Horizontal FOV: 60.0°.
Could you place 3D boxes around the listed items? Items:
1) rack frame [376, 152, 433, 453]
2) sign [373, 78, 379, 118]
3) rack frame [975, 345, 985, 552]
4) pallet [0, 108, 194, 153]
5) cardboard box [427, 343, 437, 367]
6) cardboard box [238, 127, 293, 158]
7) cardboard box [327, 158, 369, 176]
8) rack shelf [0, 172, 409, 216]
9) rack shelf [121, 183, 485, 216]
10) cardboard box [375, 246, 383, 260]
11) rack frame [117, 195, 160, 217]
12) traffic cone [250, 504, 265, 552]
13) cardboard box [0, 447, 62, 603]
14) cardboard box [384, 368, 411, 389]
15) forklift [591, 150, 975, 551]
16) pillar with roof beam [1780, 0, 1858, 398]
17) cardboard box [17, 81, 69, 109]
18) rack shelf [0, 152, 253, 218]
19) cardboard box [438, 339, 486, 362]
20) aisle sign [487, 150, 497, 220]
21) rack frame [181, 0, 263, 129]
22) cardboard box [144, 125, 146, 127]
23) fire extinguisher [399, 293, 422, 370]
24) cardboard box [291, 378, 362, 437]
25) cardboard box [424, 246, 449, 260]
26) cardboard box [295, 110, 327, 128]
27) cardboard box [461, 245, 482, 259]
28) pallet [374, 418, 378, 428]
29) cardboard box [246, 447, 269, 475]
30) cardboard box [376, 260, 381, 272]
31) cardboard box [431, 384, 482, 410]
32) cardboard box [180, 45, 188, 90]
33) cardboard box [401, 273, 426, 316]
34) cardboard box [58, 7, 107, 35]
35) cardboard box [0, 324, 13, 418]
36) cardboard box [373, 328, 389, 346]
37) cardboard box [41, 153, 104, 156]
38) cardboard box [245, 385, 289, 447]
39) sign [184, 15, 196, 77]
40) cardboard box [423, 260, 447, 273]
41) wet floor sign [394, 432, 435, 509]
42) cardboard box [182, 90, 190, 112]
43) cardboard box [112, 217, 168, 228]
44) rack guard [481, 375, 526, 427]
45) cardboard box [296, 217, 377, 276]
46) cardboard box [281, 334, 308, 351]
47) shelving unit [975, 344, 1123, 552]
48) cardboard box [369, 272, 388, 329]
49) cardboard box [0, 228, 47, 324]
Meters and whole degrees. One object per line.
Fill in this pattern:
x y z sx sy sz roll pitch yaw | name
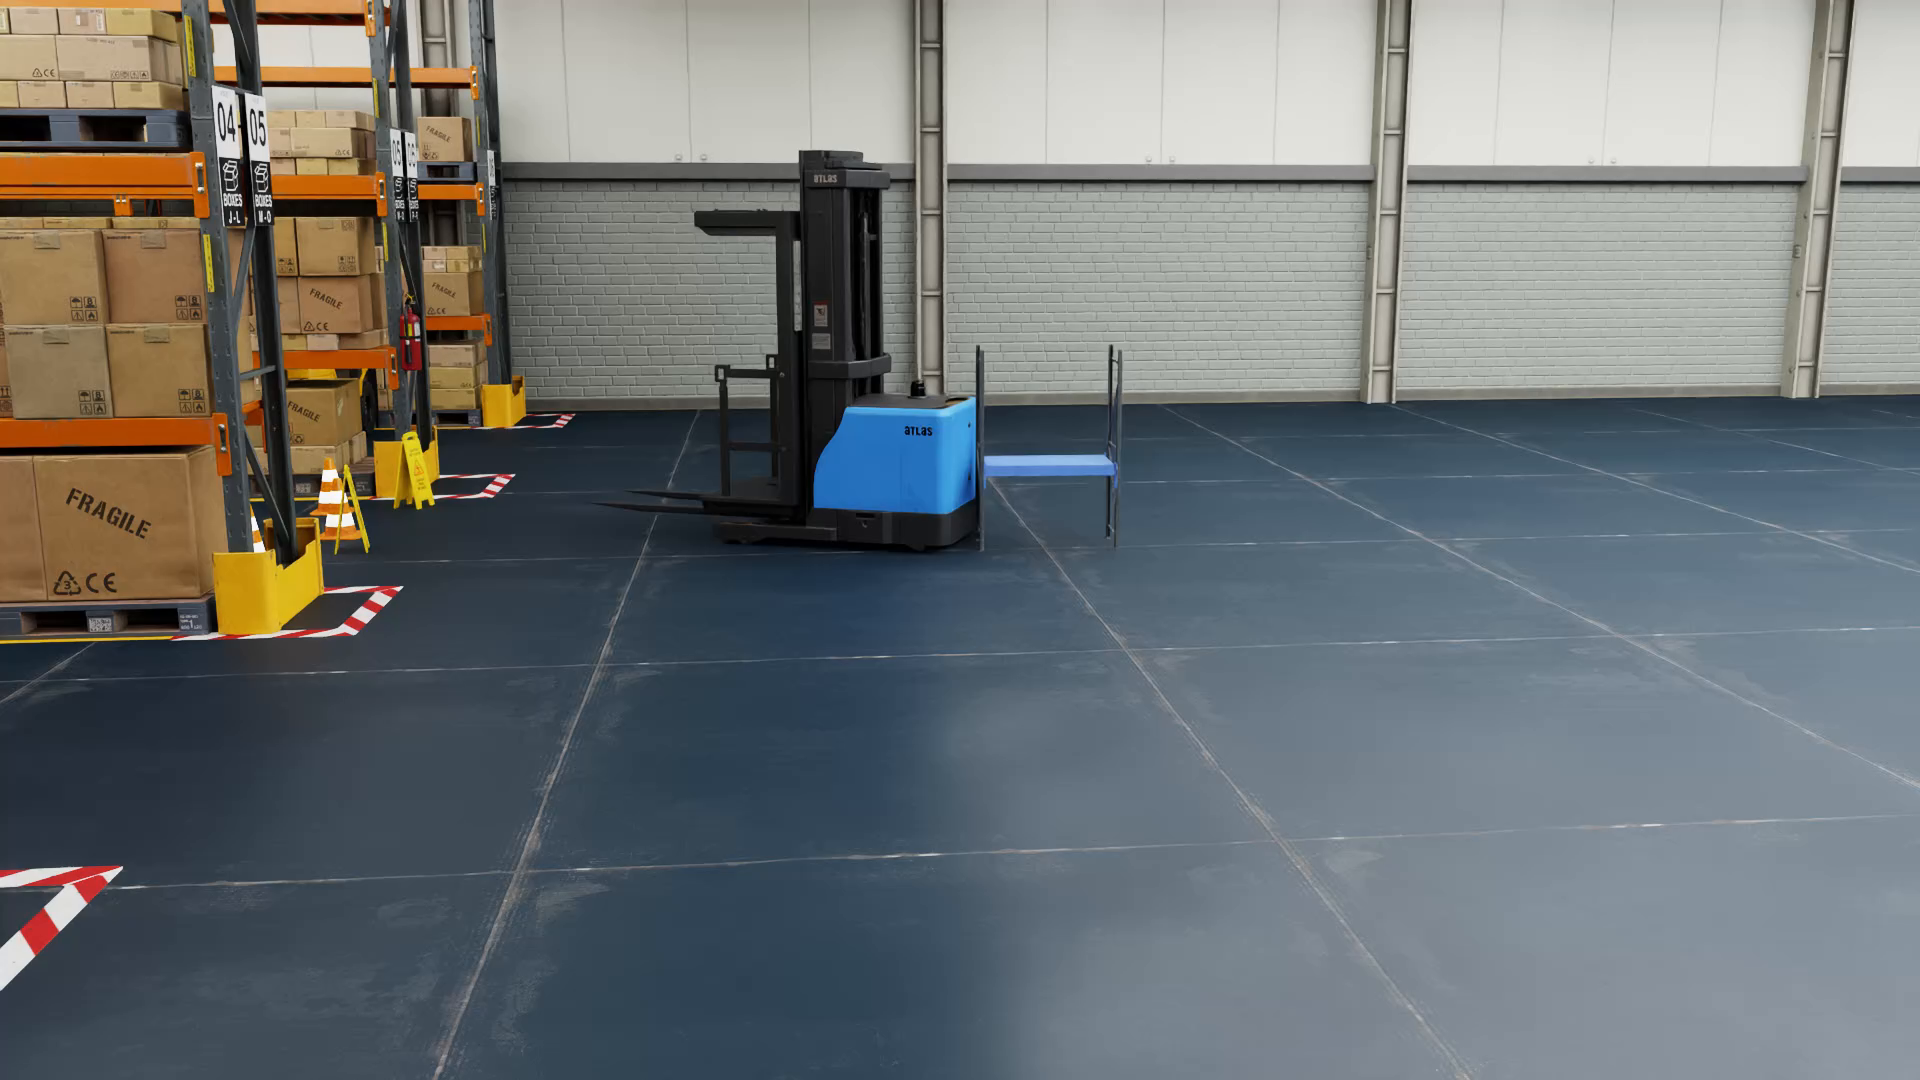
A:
-5.009 -1.962 15.070 0.127 3.000 1.000 -1 11 -6 | rack frame
-4.969 -3.761 14.152 0.005 0.325 0.100 -1 11 -6 | sign
0.149 -0.694 12.513 0.032 1.500 0.500 -1 11 -4 | rack frame
-5.110 -2.425 9.883 1.213 0.211 1.003 -1 11 -6 | pallet
-6.480 -2.180 19.627 0.500 0.250 0.500 -1 11 -5 | cardboard box
-5.990 -3.436 14.410 0.500 0.250 0.500 -1 11 -7 | cardboard box
-5.333 -3.249 14.494 0.250 0.149 0.380 -1 11 -6 | cardboard box
-6.997 -3.039 14.638 4.000 0.370 1.077 -1 11 -6 | rack shelf
-7.537 -3.991 19.480 4.000 0.370 1.077 -1 11 -6 | rack shelf
-6.883 -3.339 19.367 0.250 0.149 0.380 -1 11 -5 | cardboard box
-9.525 -2.830 19.488 0.127 3.000 1.000 -1 11 -6 | rack frame
-5.055 -0.031 11.826 0.334 0.463 0.336 -1 11 -6 | traffic cone
-5.915 -0.132 10.185 0.875 0.875 0.875 -1 11 -7 | cardboard box
-6.498 -1.937 19.689 0.500 0.250 0.500 -1 11 -7 | cardboard box
-1.393 -1.496 12.877 3.031 2.935 1.130 3 12 16 | forklift
12.022 -5.565 17.846 0.400 9.000 9.100 -1 11 -6 | pillar with roof beam
-5.174 -2.536 9.517 0.250 0.149 0.380 -1 11 -5 | cardboard box
-6.362 -2.092 9.820 4.000 0.370 1.077 -1 11 -6 | rack shelf
-6.047 -2.287 20.174 0.500 0.250 0.500 -1 11 -7 | cardboard box
-5.452 -4.134 19.381 0.004 0.787 0.394 -1 11 -6 | aisle sign
-4.374 -3.958 9.673 0.127 3.000 1.000 -1 11 -6 | rack frame
-6.834 -3.599 14.209 0.250 0.149 0.380 -1 11 -5 | cardboard box
-4.845 -1.838 14.640 0.183 0.674 0.296 -1 11 -6 | fire extinguisher
-5.864 -1.222 15.404 0.500 0.500 0.500 -2 11 -8 | cardboard box
-6.124 -3.368 19.511 0.250 0.149 0.380 -1 11 -6 | cardboard box
-5.574 -3.640 14.414 0.250 0.149 0.380 -1 11 -5 | cardboard box
-5.906 -3.461 19.984 0.250 0.149 0.380 -1 11 -7 | cardboard box
-7.514 -1.496 19.933 1.213 0.211 1.003 -1 11 -6 | pallet
-6.299 -0.741 14.899 0.500 0.250 0.500 -1 11 -6 | cardboard box
-6.886 -3.198 19.416 0.250 0.149 0.380 -2 11 -8 | cardboard box
-5.982 -1.700 19.778 0.500 0.250 0.500 -1 11 -6 | cardboard box
-4.881 -2.853 10.098 0.500 0.250 0.500 -1 11 -6 | cardboard box
-6.526 -2.893 19.548 0.500 0.500 0.500 -1 11 -4 | cardboard box
-4.920 -2.932 9.468 0.250 0.149 0.380 -1 11 -6 | cardboard box
-5.852 -1.068 10.138 0.550 0.550 0.875 -1 11 -6 | cardboard box
-5.369 -1.871 15.260 0.250 0.149 0.380 -1 11 -6 | cardboard box
-7.507 -3.400 14.226 0.500 0.250 0.500 -1 11 -6 | cardboard box
-6.296 -1.108 14.825 0.500 0.500 0.500 -1 11 -4 | cardboard box
-4.329 -2.778 9.354 0.005 0.325 0.100 -1 11 -6 | sign
-6.114 -3.209 19.473 0.250 0.149 0.380 -1 11 -5 | cardboard box
-4.704 -0.605 14.274 0.232 0.644 0.267 3 11 14 | wet floor sign
-4.749 -2.672 10.213 0.250 0.149 0.380 -1 11 -6 | cardboard box
-7.004 -2.572 14.550 0.500 0.500 0.700 -1 11 -6 | cardboard box
-5.525 -1.687 20.155 0.348 0.500 1.175 -1 11 -6 | rack guard
-5.493 -2.595 14.668 0.500 0.500 0.700 -1 11 -7 | cardboard box
-5.855 -1.762 14.705 0.250 0.149 0.380 -1 11 -7 | cardboard box
0.656 -0.701 12.544 1.048 1.500 0.538 -1 11 -4 | shelving unit
-5.510 -2.200 15.252 0.500 0.500 0.500 -1 11 -7 | cardboard box
-5.855 -1.603 10.057 0.550 0.550 0.875 -1 11 -6 | cardboard box
